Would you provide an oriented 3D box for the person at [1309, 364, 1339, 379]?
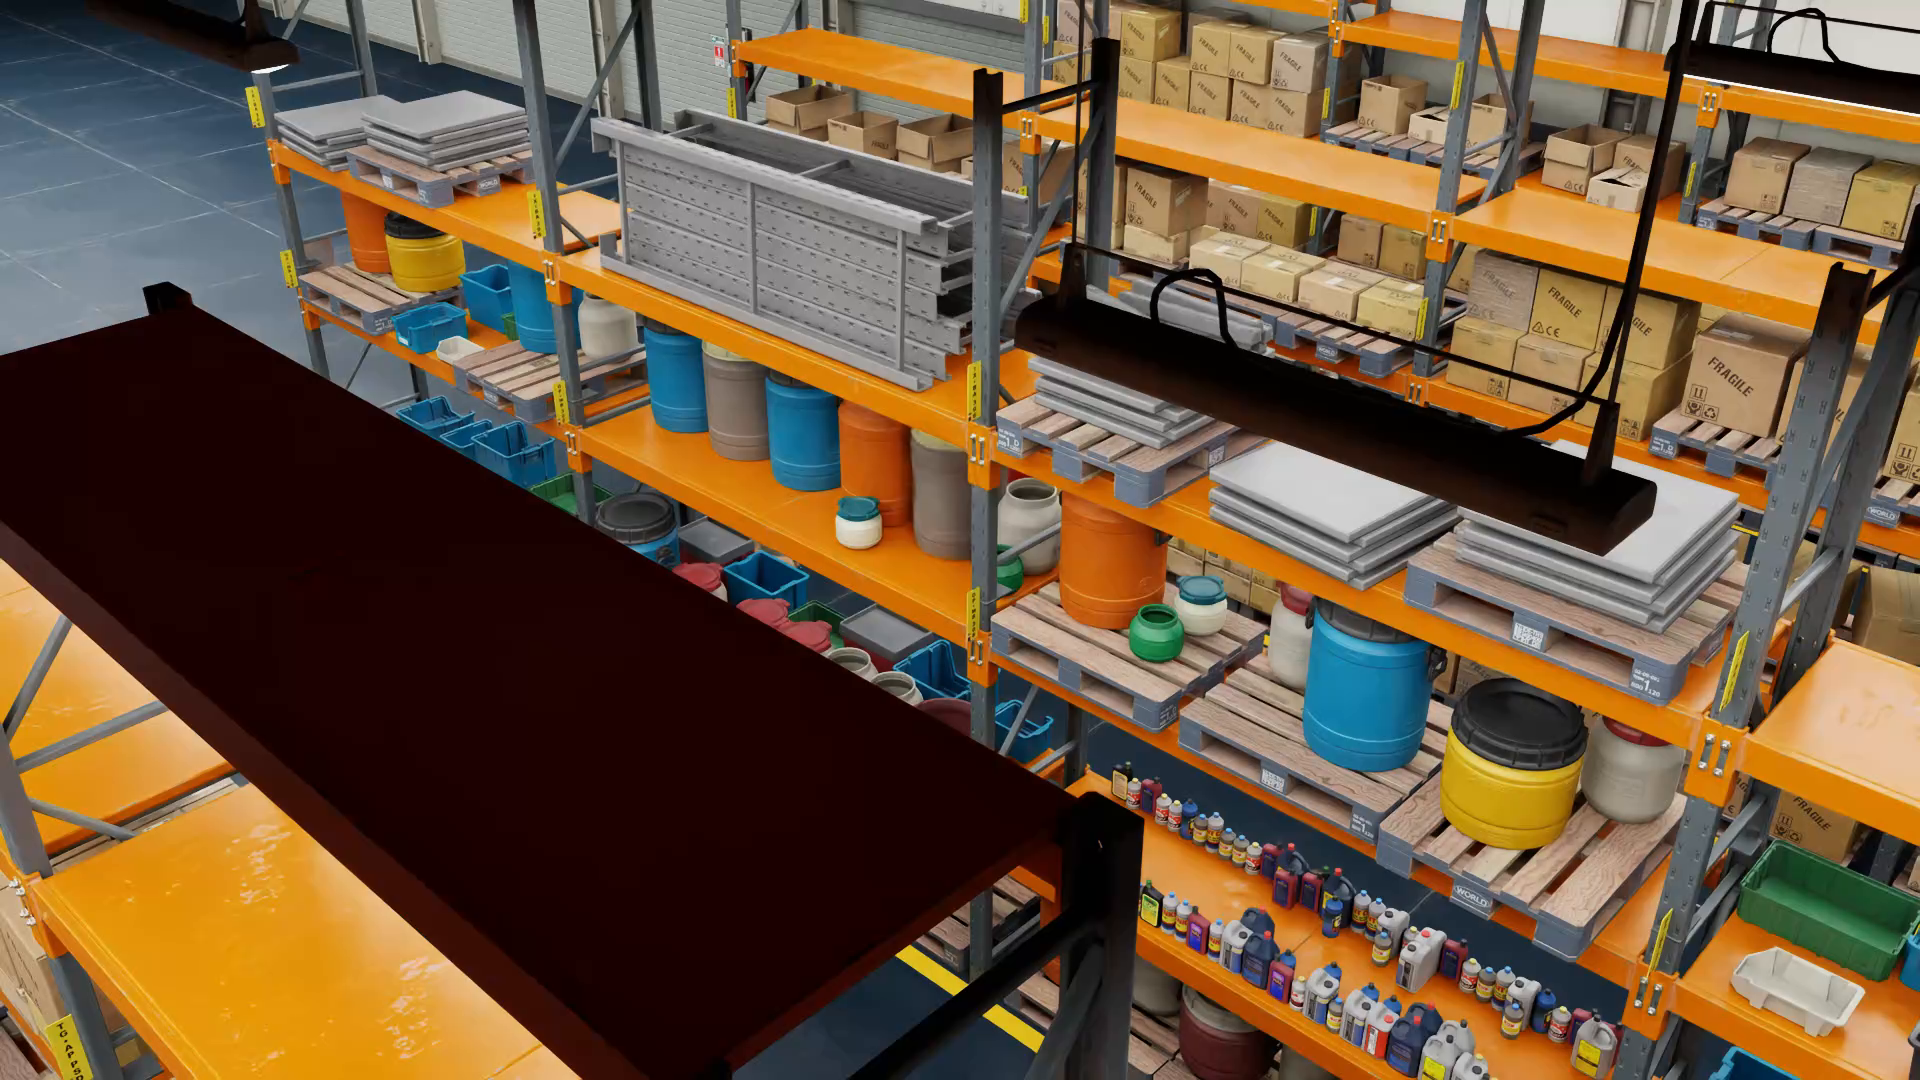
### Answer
[{"bbox_3d":[3.680,-1.604,17.444,0.744,1.668,0.477,10,31,16],"label":"person"}]

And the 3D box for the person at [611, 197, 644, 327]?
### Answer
[{"bbox_3d":[-4.251,-3.526,20.815,0.945,1.612,0.482,17,34,28],"label":"person"}]

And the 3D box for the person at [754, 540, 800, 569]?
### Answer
[{"bbox_3d":[-1.589,0.181,14.335,0.555,1.568,0.728,-26,38,-38],"label":"person"}]

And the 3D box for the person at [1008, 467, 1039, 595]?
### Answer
[{"bbox_3d":[0.329,-0.226,14.497,1.087,1.596,0.584,8,30,14],"label":"person"}]
